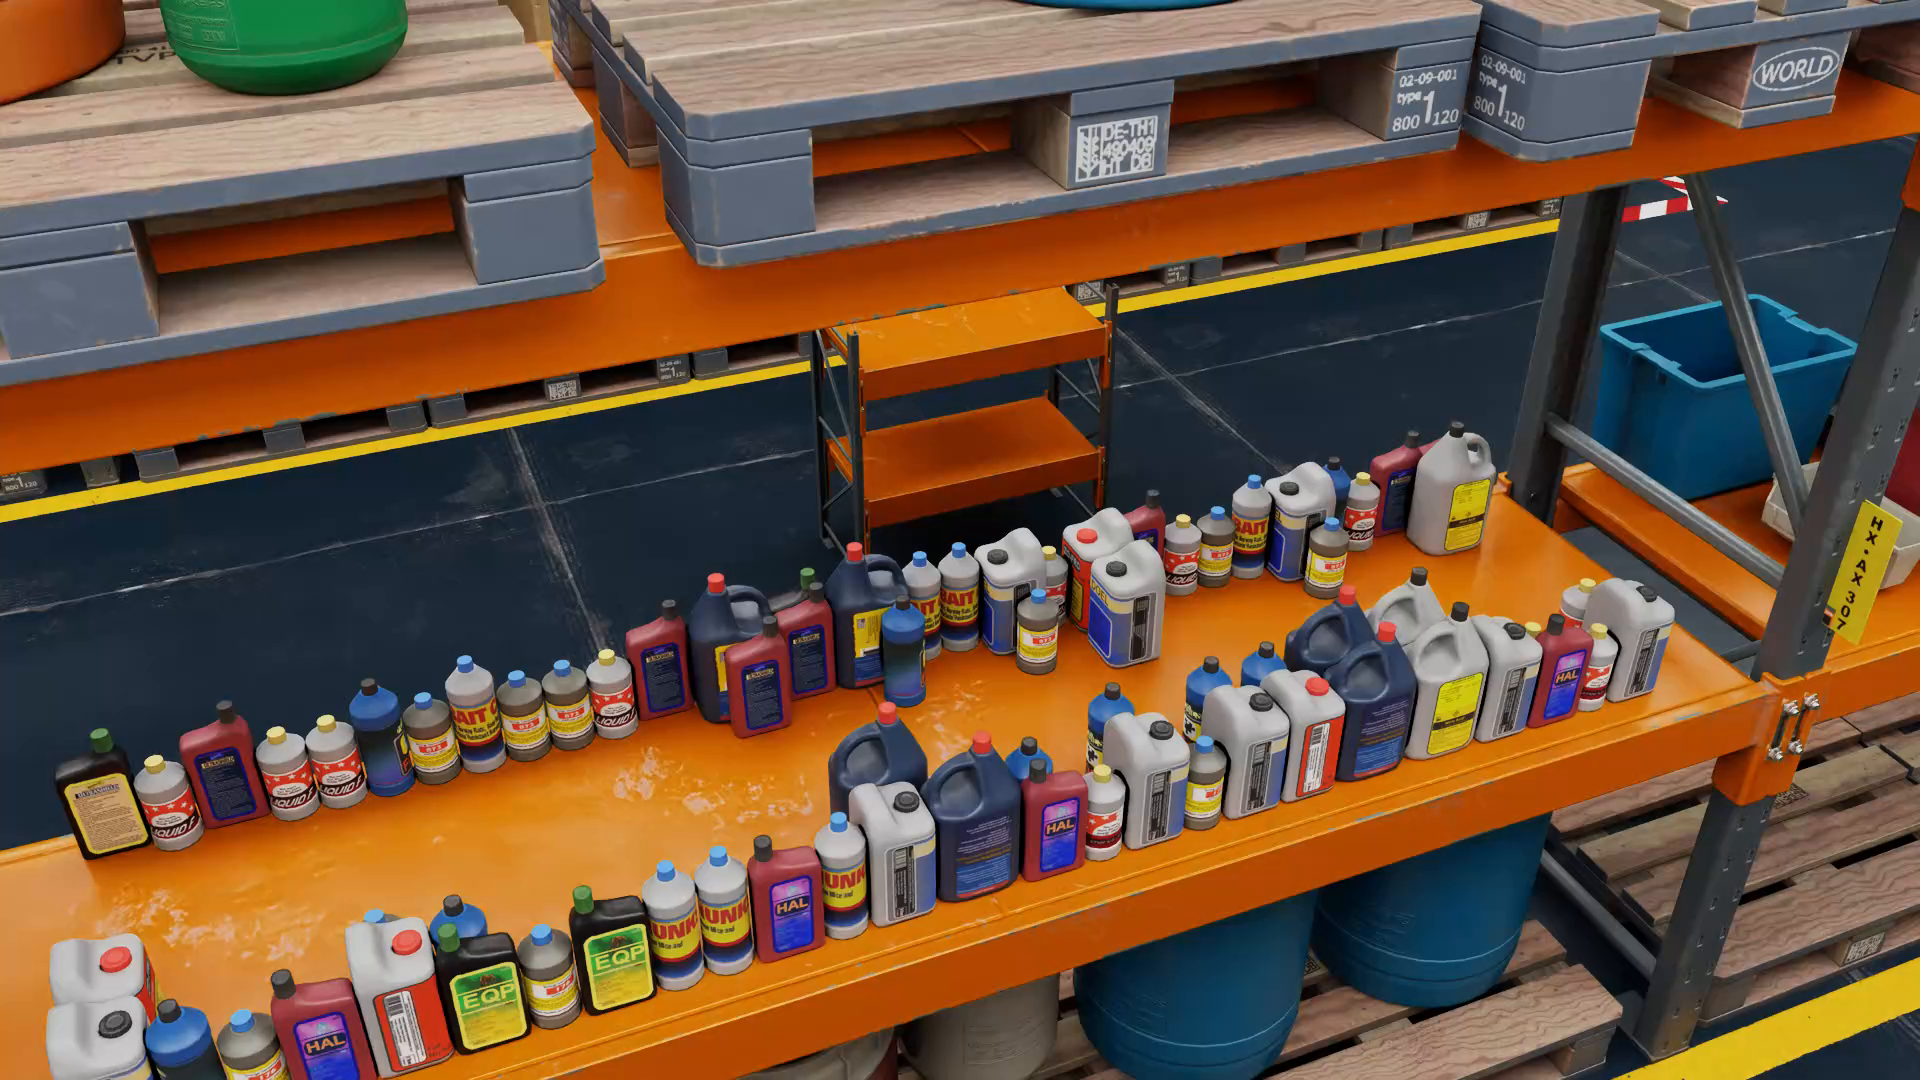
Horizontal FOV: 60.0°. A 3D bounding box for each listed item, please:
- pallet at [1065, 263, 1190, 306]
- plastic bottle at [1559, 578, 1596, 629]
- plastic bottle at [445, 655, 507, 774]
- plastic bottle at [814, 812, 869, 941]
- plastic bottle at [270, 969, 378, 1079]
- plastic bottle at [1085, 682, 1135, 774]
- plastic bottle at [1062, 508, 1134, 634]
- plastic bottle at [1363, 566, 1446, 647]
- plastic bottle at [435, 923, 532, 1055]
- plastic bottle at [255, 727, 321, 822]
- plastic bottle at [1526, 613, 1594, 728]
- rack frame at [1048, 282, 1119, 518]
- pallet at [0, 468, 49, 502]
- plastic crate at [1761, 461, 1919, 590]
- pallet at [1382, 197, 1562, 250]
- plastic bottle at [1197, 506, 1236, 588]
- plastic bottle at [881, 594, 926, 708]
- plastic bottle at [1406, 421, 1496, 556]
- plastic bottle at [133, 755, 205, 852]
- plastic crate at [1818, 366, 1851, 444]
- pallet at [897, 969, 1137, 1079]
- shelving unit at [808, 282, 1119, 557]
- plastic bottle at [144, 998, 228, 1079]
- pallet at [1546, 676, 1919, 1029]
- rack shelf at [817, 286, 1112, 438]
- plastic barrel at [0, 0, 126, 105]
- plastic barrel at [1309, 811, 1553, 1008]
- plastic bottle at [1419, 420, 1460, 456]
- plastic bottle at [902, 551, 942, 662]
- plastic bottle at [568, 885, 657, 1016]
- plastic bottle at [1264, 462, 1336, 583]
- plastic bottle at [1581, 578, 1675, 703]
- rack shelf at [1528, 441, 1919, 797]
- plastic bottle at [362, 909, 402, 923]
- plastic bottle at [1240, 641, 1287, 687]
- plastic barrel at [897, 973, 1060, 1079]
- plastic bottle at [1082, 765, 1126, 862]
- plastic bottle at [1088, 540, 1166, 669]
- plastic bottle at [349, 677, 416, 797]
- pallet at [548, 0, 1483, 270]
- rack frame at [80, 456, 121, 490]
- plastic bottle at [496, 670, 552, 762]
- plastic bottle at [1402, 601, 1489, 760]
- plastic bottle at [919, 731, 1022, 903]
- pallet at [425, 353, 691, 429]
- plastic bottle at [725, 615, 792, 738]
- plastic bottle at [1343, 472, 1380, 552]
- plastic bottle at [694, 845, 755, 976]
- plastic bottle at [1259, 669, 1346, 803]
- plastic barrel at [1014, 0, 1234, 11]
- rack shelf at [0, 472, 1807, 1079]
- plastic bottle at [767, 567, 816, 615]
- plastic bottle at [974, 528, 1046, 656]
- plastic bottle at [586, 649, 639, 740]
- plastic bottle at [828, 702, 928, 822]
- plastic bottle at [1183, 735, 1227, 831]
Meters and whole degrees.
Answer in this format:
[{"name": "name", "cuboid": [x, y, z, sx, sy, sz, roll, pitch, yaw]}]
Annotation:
[{"name": "pallet", "cuboid": [0.476, -1.555, 8.946, 1.213, 0.211, 1.003, -13, 35, -19]}, {"name": "plastic bottle", "cuboid": [1.453, 0.183, 3.901, 0.097, 0.201, 0.097, 0, 33, 0]}, {"name": "plastic bottle", "cuboid": [-1.038, 0.365, 3.557, 0.097, 0.271, 0.097, 0, 33, 0]}, {"name": "plastic bottle", "cuboid": [-0.225, 0.627, 3.153, 0.097, 0.271, 0.097, 0, 33, 0]}, {"name": "plastic bottle", "cuboid": [-1.087, 0.830, 2.830, 0.133, 0.283, 0.061, -13, 35, -19]}, {"name": "plastic bottle", "cuboid": [0.313, 0.414, 3.481, 0.097, 0.271, 0.097, 0, 33, 0]}, {"name": "plastic bottle", "cuboid": [0.329, 0.066, 4.012, 0.135, 0.276, 0.152, -13, 35, -19]}, {"name": "plastic bottle", "cuboid": [0.980, 0.219, 3.708, 0.185, 0.351, 0.144, -13, 35, -19]}, {"name": "plastic bottle", "cuboid": [-0.839, 0.774, 2.917, 0.133, 0.283, 0.061, -13, 35, -19]}, {"name": "plastic bottle", "cuboid": [-1.397, 0.476, 3.450, 0.097, 0.201, 0.097, 0, 33, 0]}, {"name": "plastic bottle", "cuboid": [1.323, 0.279, 3.678, 0.133, 0.283, 0.061, -13, 35, -19]}, {"name": "rack frame", "cuboid": [0.475, -0.580, 6.610, 0.032, 1.125, 0.500, -13, 35, -19]}, {"name": "pallet", "cuboid": [-4.620, -0.412, 7.189, 1.213, 0.211, 1.003, -13, 35, -19]}, {"name": "plastic crate", "cuboid": [2.241, -0.029, 4.230, 0.243, 0.136, 0.396, -13, 35, -19]}, {"name": "pallet", "cuboid": [2.726, -2.070, 9.738, 1.213, 0.211, 1.003, -13, 35, -19]}, {"name": "plastic bottle", "cuboid": [0.638, 0.010, 4.166, 0.097, 0.201, 0.097, 0, 33, 0]}, {"name": "plastic bottle", "cuboid": [-0.126, 0.241, 3.747, 0.097, 0.271, 0.097, 0, 33, 0]}, {"name": "plastic bottle", "cuboid": [1.269, -0.147, 4.271, 0.185, 0.351, 0.144, -13, 35, -19]}, {"name": "plastic bottle", "cuboid": [-1.610, 0.525, 3.375, 0.097, 0.201, 0.097, 0, 33, 0]}, {"name": "plastic crate", "cuboid": [2.685, -0.369, 4.764, 0.590, 0.125, 0.437, -13, 35, -19]}, {"name": "pallet", "cuboid": [-0.097, 1.483, 4.278, 1.213, 0.211, 1.003, -13, 35, -19]}, {"name": "shelving unit", "cuboid": [0.006, -0.473, 6.445, 1.048, 1.125, 0.538, -13, 35, -19]}, {"name": "plastic bottle", "cuboid": [-1.290, 0.871, 2.779, 0.097, 0.271, 0.097, 0, 33, 0]}, {"name": "pallet", "cuboid": [2.420, 0.906, 5.163, 1.213, 0.211, 1.003, -13, 35, -19]}, {"name": "rack shelf", "cuboid": [0.006, -0.718, 6.286, 1.000, 0.278, 0.538, -13, 35, -19]}, {"name": "plastic barrel", "cuboid": [-1.407, -0.975, 1.969, 0.708, 0.830, 0.600, -13, 35, -19]}, {"name": "plastic barrel", "cuboid": [1.249, 0.722, 4.429, 0.708, 0.901, 0.600, -13, 35, -19]}, {"name": "plastic bottle", "cuboid": [1.253, -0.176, 4.377, 0.133, 0.283, 0.061, -13, 35, -19]}, {"name": "plastic bottle", "cuboid": [-0.092, 0.148, 3.890, 0.097, 0.271, 0.097, 0, 33, 0]}, {"name": "plastic bottle", "cuboid": [-0.627, 0.725, 2.992, 0.133, 0.283, 0.061, -13, 35, -19]}, {"name": "plastic bottle", "cuboid": [0.845, -0.052, 4.194, 0.135, 0.276, 0.152, -13, 35, -19]}, {"name": "plastic bottle", "cuboid": [1.518, 0.210, 3.790, 0.135, 0.276, 0.152, -13, 35, -19]}, {"name": "rack shelf", "cuboid": [3.601, -0.208, 4.980, 4.000, 0.370, 1.077, -13, 35, -19]}, {"name": "plastic bottle", "cuboid": [-1.046, 0.755, 3.022, 0.097, 0.201, 0.097, 0, 33, 0]}, {"name": "plastic bottle", "cuboid": [0.651, 0.337, 3.600, 0.097, 0.271, 0.097, 0, 33, 0]}, {"name": "plastic barrel", "cuboid": [0.040, 1.109, 4.191, 0.421, 0.512, 0.421, 0, 33, 0]}, {"name": "plastic bottle", "cuboid": [0.282, 0.541, 3.351, 0.097, 0.201, 0.097, 0, 33, 0]}, {"name": "plastic bottle", "cuboid": [0.388, 0.142, 3.894, 0.135, 0.276, 0.152, -13, 35, -19]}, {"name": "plastic bottle", "cuboid": [-1.218, 0.406, 3.494, 0.097, 0.271, 0.097, 0, 33, 0]}, {"name": "pallet", "cuboid": [0.027, -0.810, 2.668, 1.213, 0.211, 1.003, -13, 35, -19]}, {"name": "rack frame", "cuboid": [-3.845, -1.735, 6.666, 0.127, 3.000, 1.000, -13, 35, -19]}, {"name": "plastic bottle", "cuboid": [-0.949, 0.374, 3.608, 0.097, 0.201, 0.097, 0, 33, 0]}, {"name": "plastic bottle", "cuboid": [1.036, 0.292, 3.597, 0.185, 0.351, 0.144, -13, 35, -19]}, {"name": "plastic bottle", "cuboid": [0.020, 0.524, 3.239, 0.185, 0.351, 0.144, -13, 35, -19]}, {"name": "pallet", "cuboid": [-2.019, -0.960, 8.032, 1.213, 0.211, 1.003, -13, 35, -19]}, {"name": "plastic bottle", "cuboid": [-0.443, 0.298, 3.649, 0.133, 0.283, 0.061, -13, 35, -19]}, {"name": "plastic bottle", "cuboid": [1.031, -0.080, 4.304, 0.097, 0.201, 0.097, 0, 33, 0]}, {"name": "plastic bottle", "cuboid": [-0.438, 0.676, 3.078, 0.097, 0.271, 0.097, 0, 33, 0]}, {"name": "plastic bottle", "cuboid": [0.717, 0.394, 3.508, 0.135, 0.276, 0.152, -13, 35, -19]}, {"name": "plastic barrel", "cuboid": [0.242, -1.294, 2.393, 0.708, 0.901, 0.600, -13, 35, -19]}, {"name": "rack shelf", "cuboid": [-0.087, 0.636, 3.682, 4.000, 0.370, 1.077, -13, 35, -19]}, {"name": "plastic bottle", "cuboid": [-0.376, 0.197, 3.803, 0.133, 0.283, 0.061, -13, 35, -19]}, {"name": "plastic bottle", "cuboid": [0.115, 0.115, 3.937, 0.135, 0.276, 0.152, -13, 35, -19]}, {"name": "plastic bottle", "cuboid": [-0.769, 0.332, 3.671, 0.097, 0.201, 0.097, 0, 33, 0]}, {"name": "plastic bottle", "cuboid": [-0.163, 0.476, 3.313, 0.185, 0.351, 0.144, -13, 35, -19]}, {"name": "plastic bottle", "cuboid": [0.496, 0.492, 3.426, 0.097, 0.201, 0.097, 0, 33, 0]}]
